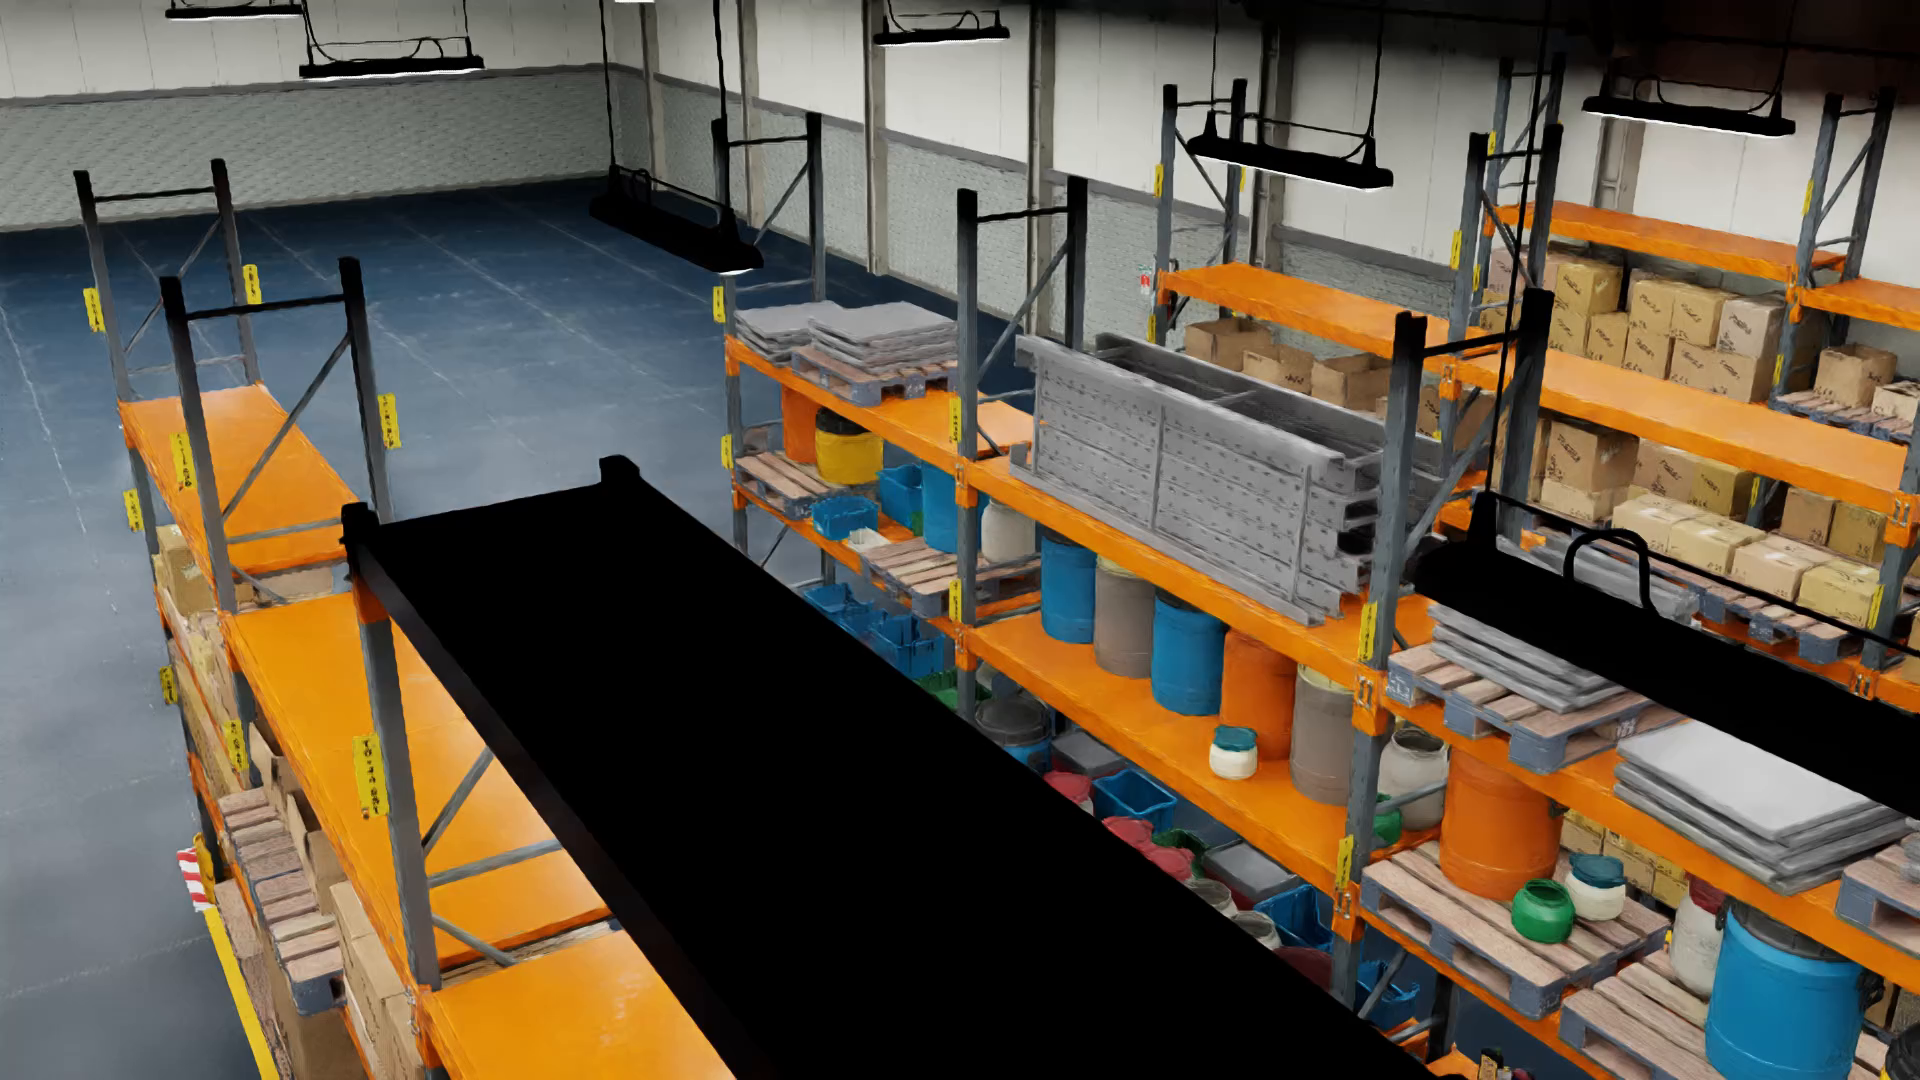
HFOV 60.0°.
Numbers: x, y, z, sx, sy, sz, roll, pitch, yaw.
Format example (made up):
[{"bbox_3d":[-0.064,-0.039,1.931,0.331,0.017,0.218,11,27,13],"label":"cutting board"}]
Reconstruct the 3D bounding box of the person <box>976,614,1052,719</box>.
[{"bbox_3d":[0.501,1.100,16.470,0.817,1.601,0.609,18,28,38],"label":"person"}]
